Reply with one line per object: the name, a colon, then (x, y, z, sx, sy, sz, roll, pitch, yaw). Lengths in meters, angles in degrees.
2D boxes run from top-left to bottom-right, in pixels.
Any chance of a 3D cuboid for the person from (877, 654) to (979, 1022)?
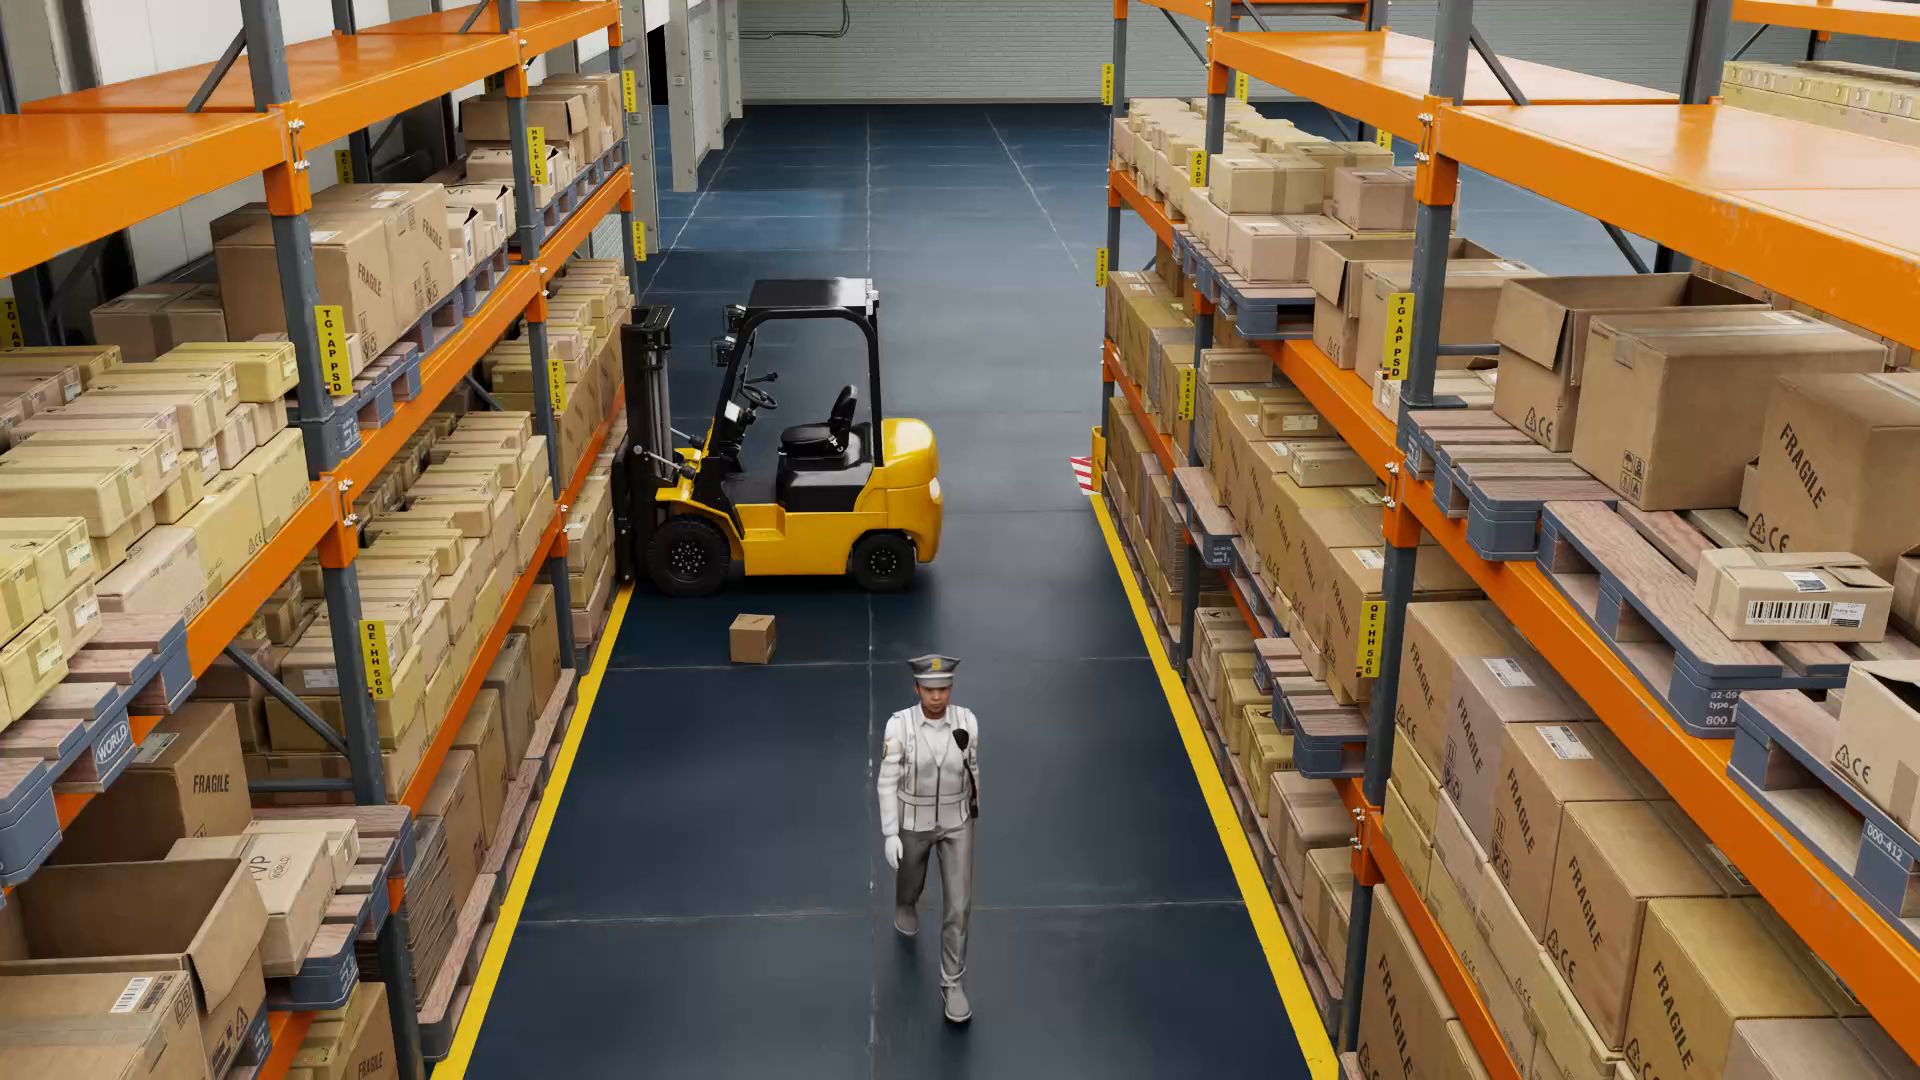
person: (-0.140, 1.271, 7.619, 0.480, 1.651, 0.910, -3, 21, -7)
